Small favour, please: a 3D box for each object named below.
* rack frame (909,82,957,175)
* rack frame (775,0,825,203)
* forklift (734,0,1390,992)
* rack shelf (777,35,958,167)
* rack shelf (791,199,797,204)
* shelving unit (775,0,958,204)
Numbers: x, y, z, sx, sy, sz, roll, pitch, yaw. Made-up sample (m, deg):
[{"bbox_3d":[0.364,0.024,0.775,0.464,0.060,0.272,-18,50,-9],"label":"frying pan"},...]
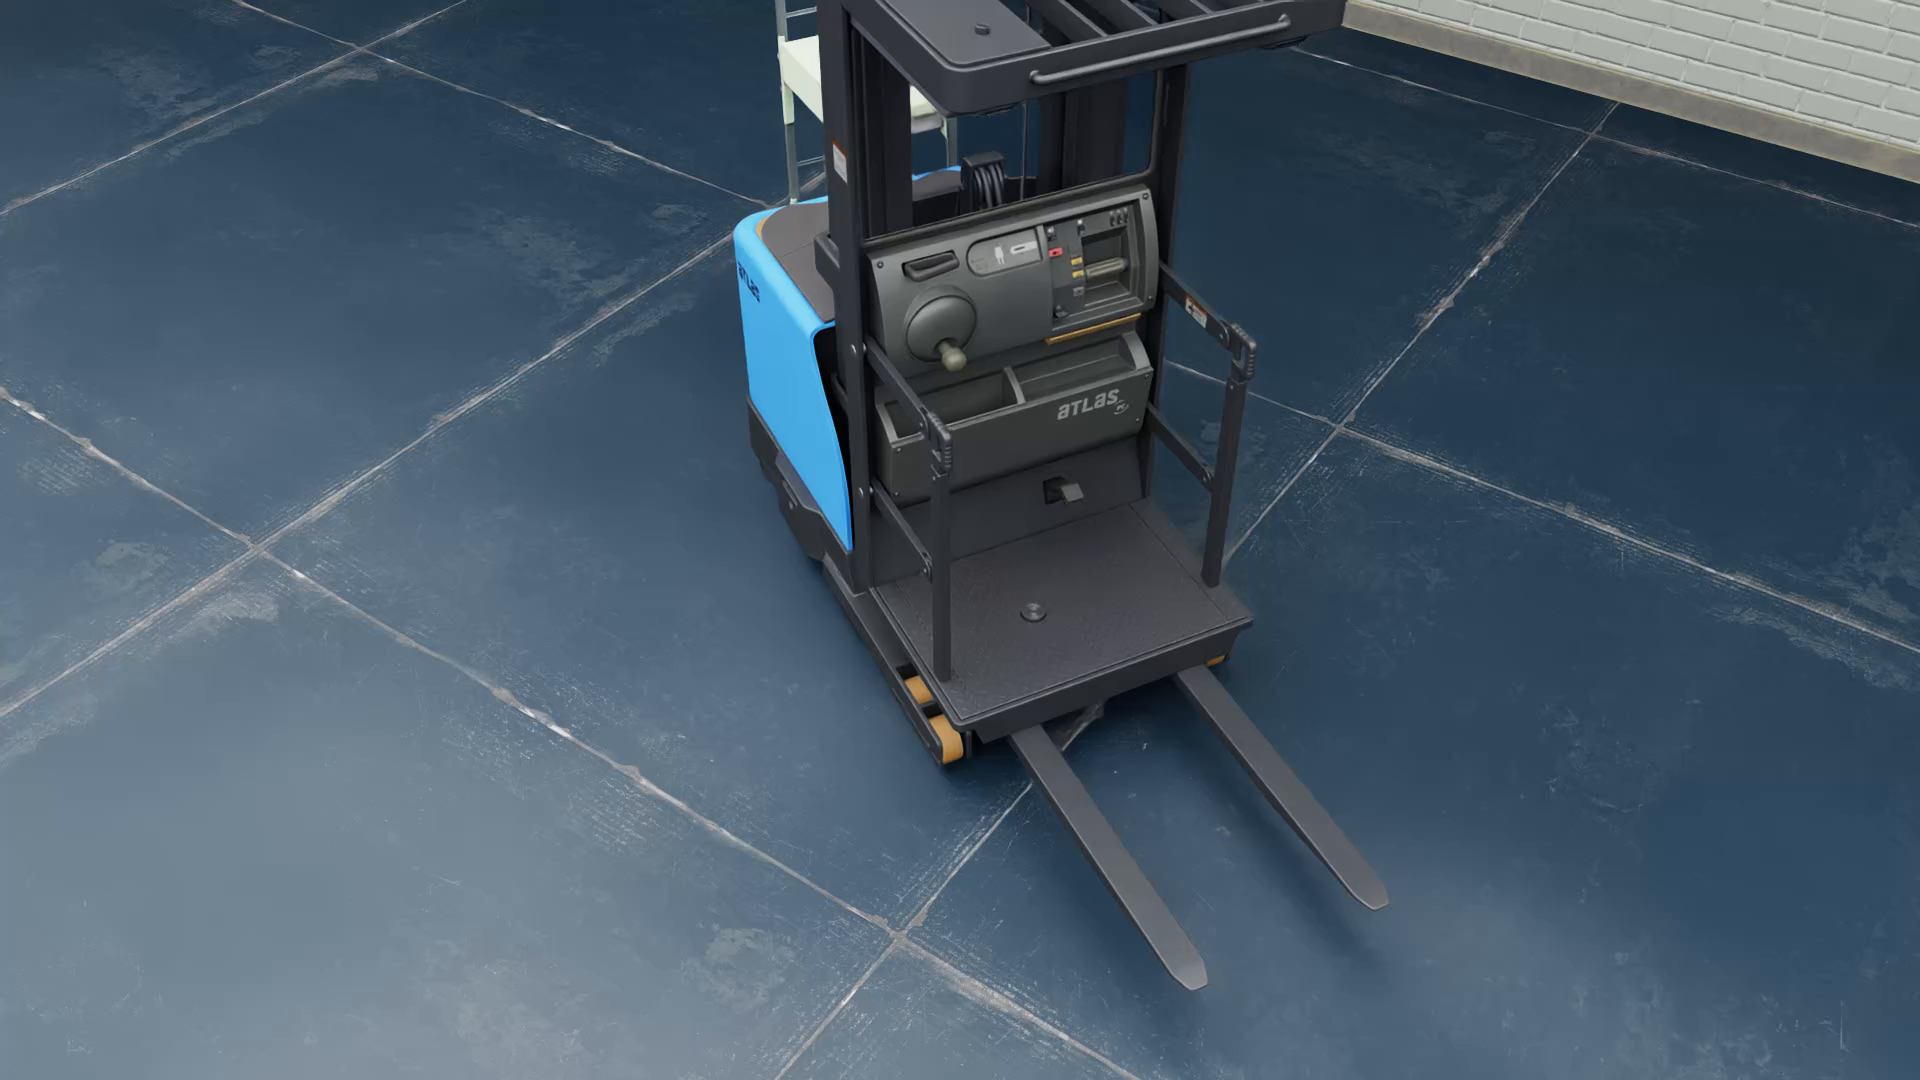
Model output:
[{"bbox_3d":[-0.194,-1.158,6.419,0.400,1.500,0.023,-19,45,-20],"label":"rack frame"},{"bbox_3d":[-0.526,-1.593,6.905,0.400,1.500,0.023,-19,45,-20],"label":"rack frame"},{"bbox_3d":[0.272,-0.699,4.833,1.130,2.935,3.031,-18,45,-19],"label":"forklift"},{"bbox_3d":[-0.360,-1.666,6.402,0.431,0.370,0.720,-19,45,-20],"label":"rack shelf"},{"bbox_3d":[-0.360,-1.132,6.880,0.431,0.370,0.720,-19,45,-20],"label":"rack shelf"},{"bbox_3d":[-0.360,-1.375,6.662,0.431,1.500,0.755,-19,45,-20],"label":"shelving unit"}]
